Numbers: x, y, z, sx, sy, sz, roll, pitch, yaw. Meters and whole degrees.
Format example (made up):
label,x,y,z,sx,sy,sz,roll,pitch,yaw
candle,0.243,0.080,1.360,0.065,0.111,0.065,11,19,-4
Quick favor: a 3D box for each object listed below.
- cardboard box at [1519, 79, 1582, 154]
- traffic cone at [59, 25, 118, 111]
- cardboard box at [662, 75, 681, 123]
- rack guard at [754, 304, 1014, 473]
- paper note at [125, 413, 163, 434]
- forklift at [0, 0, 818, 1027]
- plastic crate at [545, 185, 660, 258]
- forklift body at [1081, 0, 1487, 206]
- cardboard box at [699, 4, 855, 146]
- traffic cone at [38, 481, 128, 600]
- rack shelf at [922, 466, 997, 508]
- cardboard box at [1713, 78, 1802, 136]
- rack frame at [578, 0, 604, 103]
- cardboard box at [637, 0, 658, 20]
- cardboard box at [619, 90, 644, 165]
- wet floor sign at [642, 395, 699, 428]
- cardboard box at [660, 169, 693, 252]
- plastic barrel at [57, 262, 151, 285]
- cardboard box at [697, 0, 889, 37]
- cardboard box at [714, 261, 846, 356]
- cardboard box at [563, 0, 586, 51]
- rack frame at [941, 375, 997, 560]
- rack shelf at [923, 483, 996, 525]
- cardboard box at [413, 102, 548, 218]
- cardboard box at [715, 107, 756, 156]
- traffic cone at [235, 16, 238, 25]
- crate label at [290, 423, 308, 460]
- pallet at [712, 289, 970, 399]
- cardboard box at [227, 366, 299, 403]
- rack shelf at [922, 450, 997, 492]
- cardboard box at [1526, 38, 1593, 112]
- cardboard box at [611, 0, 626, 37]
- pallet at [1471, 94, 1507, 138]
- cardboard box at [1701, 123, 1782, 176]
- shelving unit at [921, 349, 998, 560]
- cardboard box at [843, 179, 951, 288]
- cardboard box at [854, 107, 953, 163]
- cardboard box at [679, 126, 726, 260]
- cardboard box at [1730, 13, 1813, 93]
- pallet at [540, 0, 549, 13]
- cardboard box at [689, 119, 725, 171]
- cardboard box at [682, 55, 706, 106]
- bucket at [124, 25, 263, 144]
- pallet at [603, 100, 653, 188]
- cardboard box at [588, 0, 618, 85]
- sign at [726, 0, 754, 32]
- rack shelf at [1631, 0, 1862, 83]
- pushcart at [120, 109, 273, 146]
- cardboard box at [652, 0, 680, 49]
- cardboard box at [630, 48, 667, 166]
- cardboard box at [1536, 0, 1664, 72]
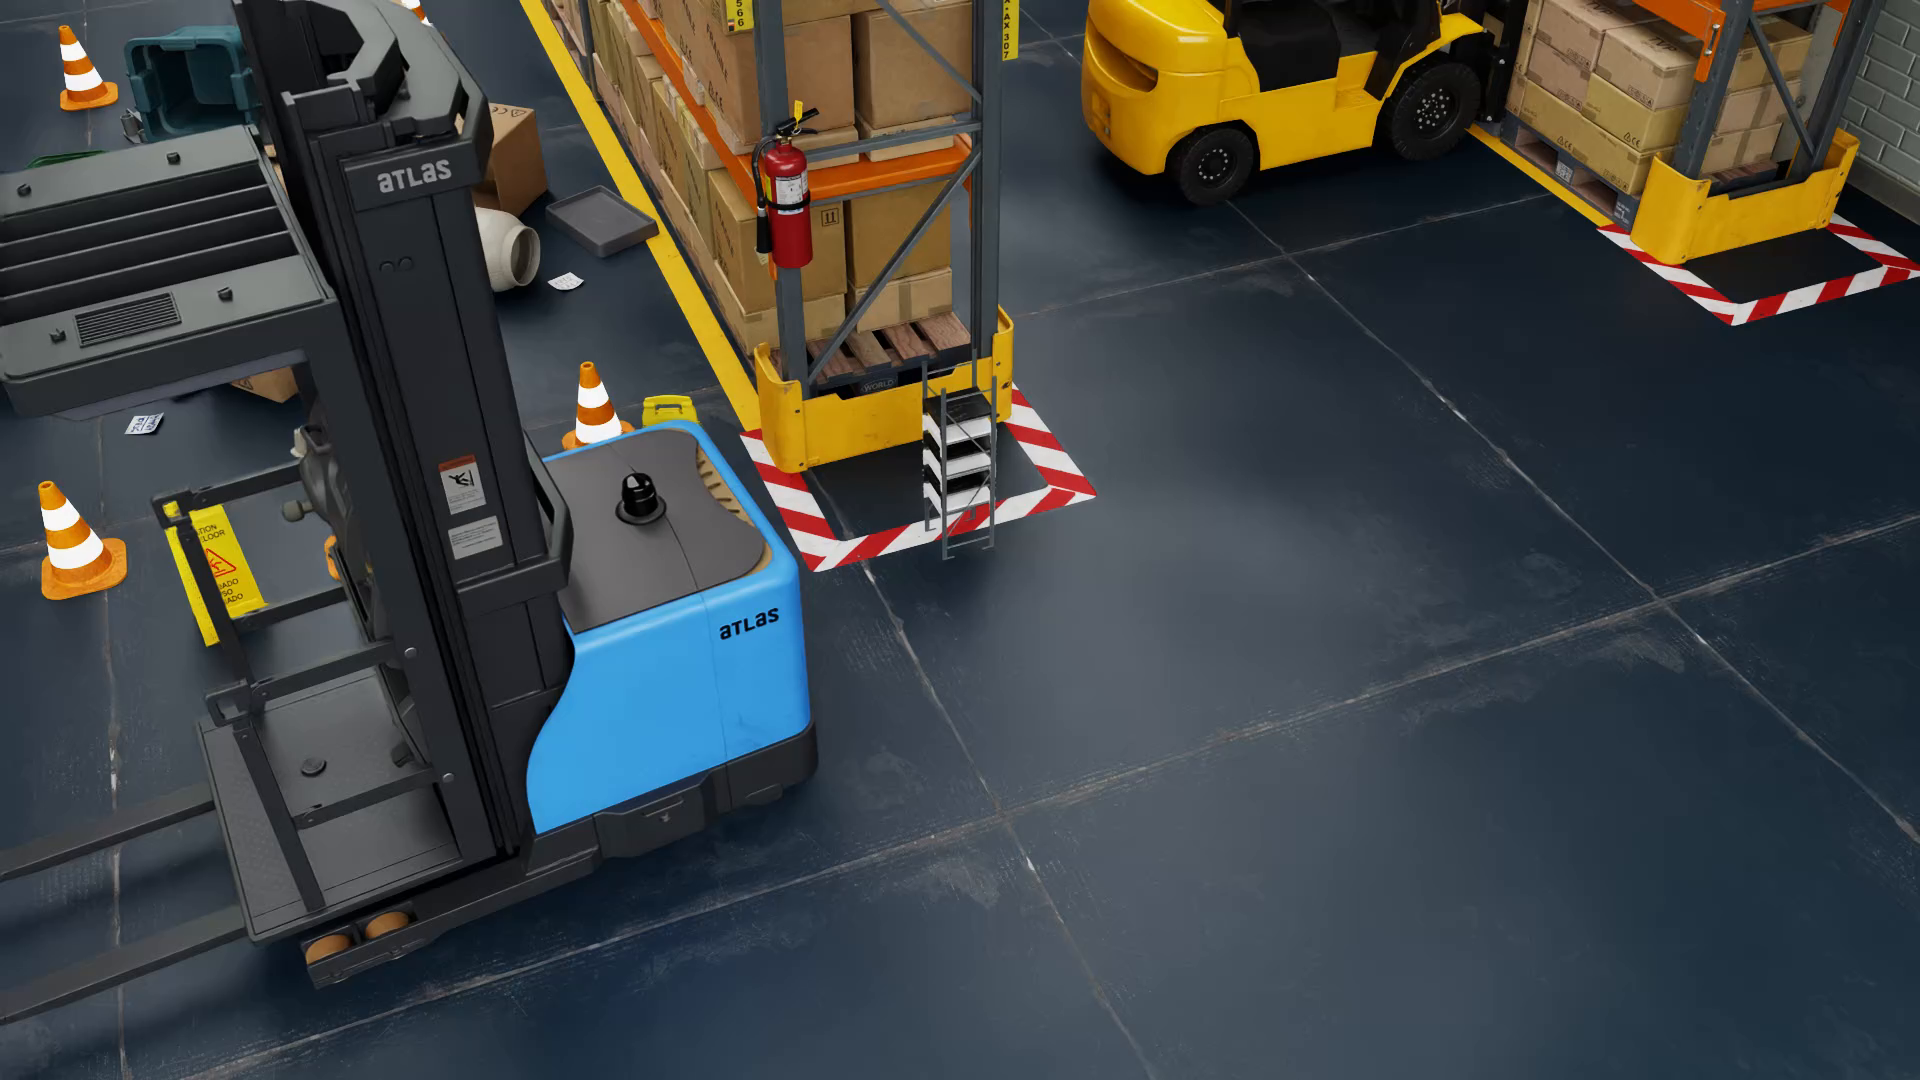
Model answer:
label,x,y,z,sx,sy,sz,roll,pitch,yaw
cardboard box,3.621,-2.495,9.638,0.500,0.250,0.500,-15,43,-17
traffic cone,-5.494,-2.969,10.347,0.336,0.463,0.334,-15,43,-17
cardboard box,-1.253,-2.212,8.236,0.380,0.149,0.250,-13,42,-15
rack guard,-0.340,-0.730,7.716,1.175,0.500,0.348,-15,43,-17
paper note,-3.861,-0.553,7.871,0.144,0.017,0.142,-2,41,-2
forklift,-2.070,-0.033,5.040,3.031,2.935,1.130,-19,44,-21
plastic crate,-1.998,-1.784,9.264,0.402,0.080,0.583,-31,49,-31
forklift body,1.863,-3.238,9.366,2.313,2.155,1.214,-15,43,-17
cardboard box,-0.773,-2.041,7.018,0.500,0.500,0.500,-16,43,-18
traffic cone,-3.737,-0.049,6.952,0.336,0.463,0.334,-15,43,-17
rack shelf,-0.003,-0.253,7.043,0.258,0.077,0.200,-15,43,-17
cardboard box,4.286,-2.514,9.276,0.500,0.250,0.500,-14,43,-16
rack frame,-1.841,-4.042,9.649,1.000,3.000,0.127,-15,43,-17
cardboard box,-1.414,-2.759,8.350,0.380,0.149,0.250,-15,43,-17
cardboard box,-1.650,-2.417,9.547,0.500,0.250,0.500,-13,42,-14
wet floor sign,-1.227,-0.358,7.171,0.267,0.644,0.232,-2,41,-2
cardboard box,-1.265,-1.796,8.825,0.500,0.250,0.500,-17,43,-18
plastic barrel,-4.525,-1.468,8.633,0.512,0.421,0.421,12,42,13
cardboard box,-0.708,-2.415,6.686,0.700,0.500,0.500,-16,43,-18
cardboard box,-0.878,-1.183,8.112,0.500,0.250,0.500,-15,43,-17
cardboard box,-2.044,-3.520,10.736,0.950,0.372,0.625,-15,43,-16
rack frame,0.036,-0.285,6.891,0.240,0.900,0.006,-15,43,-17
rack shelf,-0.003,-0.184,7.101,0.258,0.077,0.200,-15,43,-17
cardboard box,-2.688,-2.110,9.318,0.500,0.500,0.500,12,42,13
cardboard box,-0.851,-1.834,7.274,0.380,0.149,0.250,-16,43,-17
traffic cone,-4.644,-3.403,10.852,0.336,0.463,0.334,-15,43,-17
crate label,-2.921,-0.460,7.680,0.298,0.136,0.250,27,47,27
pallet,-0.618,-1.119,8.389,1.003,0.211,1.213,-15,43,-17
cardboard box,-3.322,-1.112,8.157,0.637,0.503,0.797,19,44,20
rack shelf,-0.003,-0.321,6.984,0.258,0.077,0.200,-15,43,-17
cardboard box,3.617,-2.699,9.491,0.500,0.250,0.500,-16,43,-17
cardboard box,-1.674,-2.866,8.997,0.380,0.149,0.250,-14,43,-15
pallet,3.480,-2.999,10.576,1.003,0.211,1.213,-15,43,-17
cardboard box,4.267,-2.334,9.450,0.500,0.250,0.500,-15,43,-17
shelving unit,-0.003,-0.346,6.962,0.258,0.900,0.210,-15,43,-17
cardboard box,-0.374,-1.602,8.024,0.500,0.500,0.500,-16,43,-18
cardboard box,-0.249,-1.793,7.227,0.380,0.149,0.250,-15,43,-17
cardboard box,-1.061,-1.764,8.213,0.500,0.500,0.500,-14,43,-15
cardboard box,4.265,-2.705,9.115,0.500,0.250,0.500,-16,43,-18
pallet,-2.611,-4.189,11.960,1.003,0.211,1.213,-15,43,-17
cardboard box,-1.061,-1.901,7.874,0.380,0.149,0.250,-14,43,-16
cardboard box,-1.056,-2.141,7.632,0.380,0.149,0.250,-14,43,-16
bucket,-4.194,-2.574,9.288,0.726,0.611,0.620,-2,31,-2
pallet,-1.552,-2.589,10.098,1.003,0.211,1.213,-15,43,-17
cardboard box,-1.865,-3.020,9.673,0.500,0.500,0.500,-13,42,-15
sign,-0.831,-2.065,6.220,0.100,0.325,0.005,-15,43,-17
rack shelf,3.509,-3.805,9.926,1.077,0.370,4.000,-15,43,-17
pushcart,-3.929,-2.448,9.808,1.648,0.377,0.936,-31,49,-31
cardboard box,-1.149,-2.646,7.722,0.500,0.500,0.500,-15,43,-17
cardboard box,-1.452,-2.388,8.938,0.500,0.500,0.500,-13,42,-15
cardboard box,3.609,-2.874,9.312,0.500,0.250,0.500,-14,43,-16
